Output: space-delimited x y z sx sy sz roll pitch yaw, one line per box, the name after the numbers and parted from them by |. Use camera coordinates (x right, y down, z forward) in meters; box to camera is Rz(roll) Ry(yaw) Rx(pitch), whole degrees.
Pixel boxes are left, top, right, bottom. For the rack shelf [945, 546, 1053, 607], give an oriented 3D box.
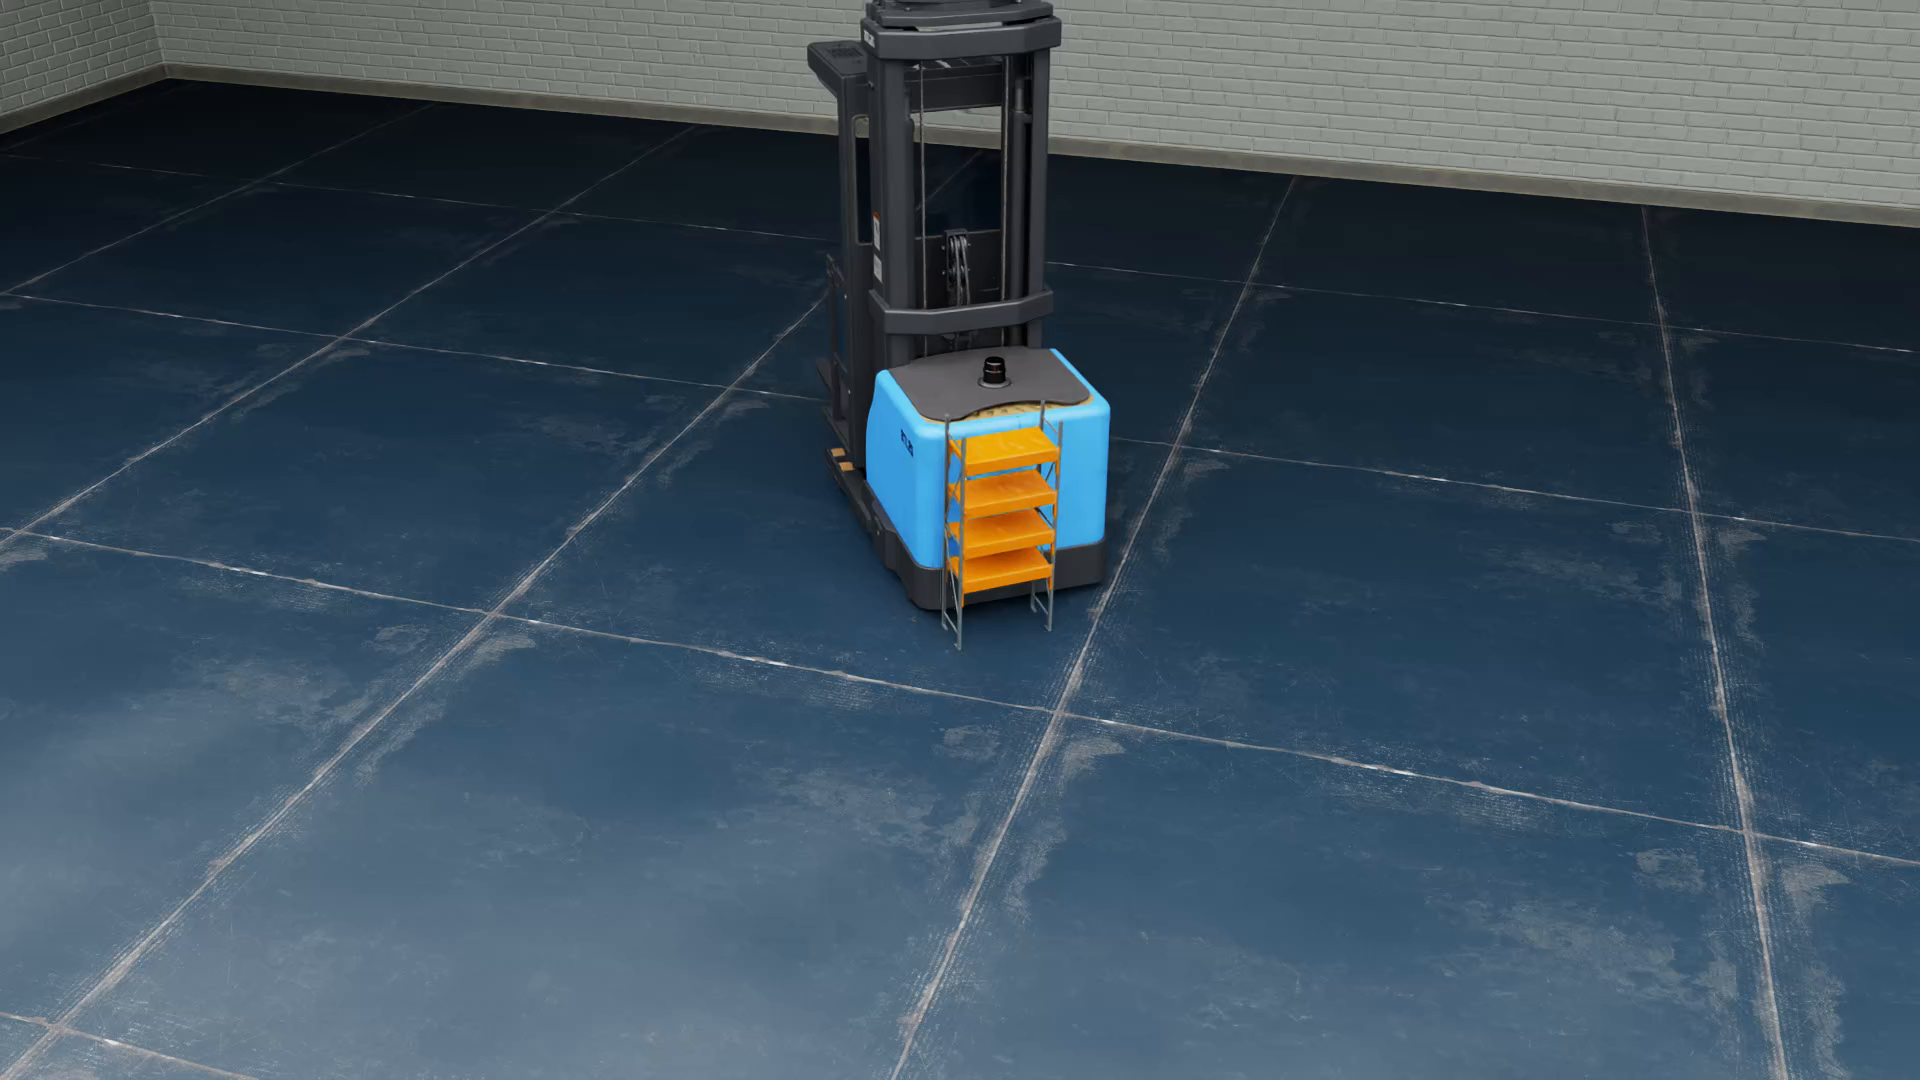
0.190 0.162 8.256 0.480 0.148 0.258 -11 34 -18 | rack shelf

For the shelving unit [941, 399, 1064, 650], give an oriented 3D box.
0.196 -0.063 8.115 0.503 1.200 0.258 -11 34 -18 | shelving unit

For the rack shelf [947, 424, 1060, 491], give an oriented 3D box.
0.203 -0.396 7.906 0.480 0.148 0.258 -11 34 -18 | rack shelf

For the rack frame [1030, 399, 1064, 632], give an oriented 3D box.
0.423 -0.106 8.191 0.015 1.200 0.240 -11 34 -18 | rack frame

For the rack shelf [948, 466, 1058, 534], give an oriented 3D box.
0.199 -0.196 8.031 0.480 0.148 0.258 -11 34 -18 | rack shelf

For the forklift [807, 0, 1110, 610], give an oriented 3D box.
-0.169 -1.628 9.161 1.130 2.935 3.031 -9 30 -16 | forklift

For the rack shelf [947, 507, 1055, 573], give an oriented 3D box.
0.194 -0.006 8.150 0.480 0.148 0.258 -11 34 -18 | rack shelf

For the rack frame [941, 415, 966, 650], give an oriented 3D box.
-0.032 -0.021 8.038 0.015 1.200 0.240 -11 34 -18 | rack frame
